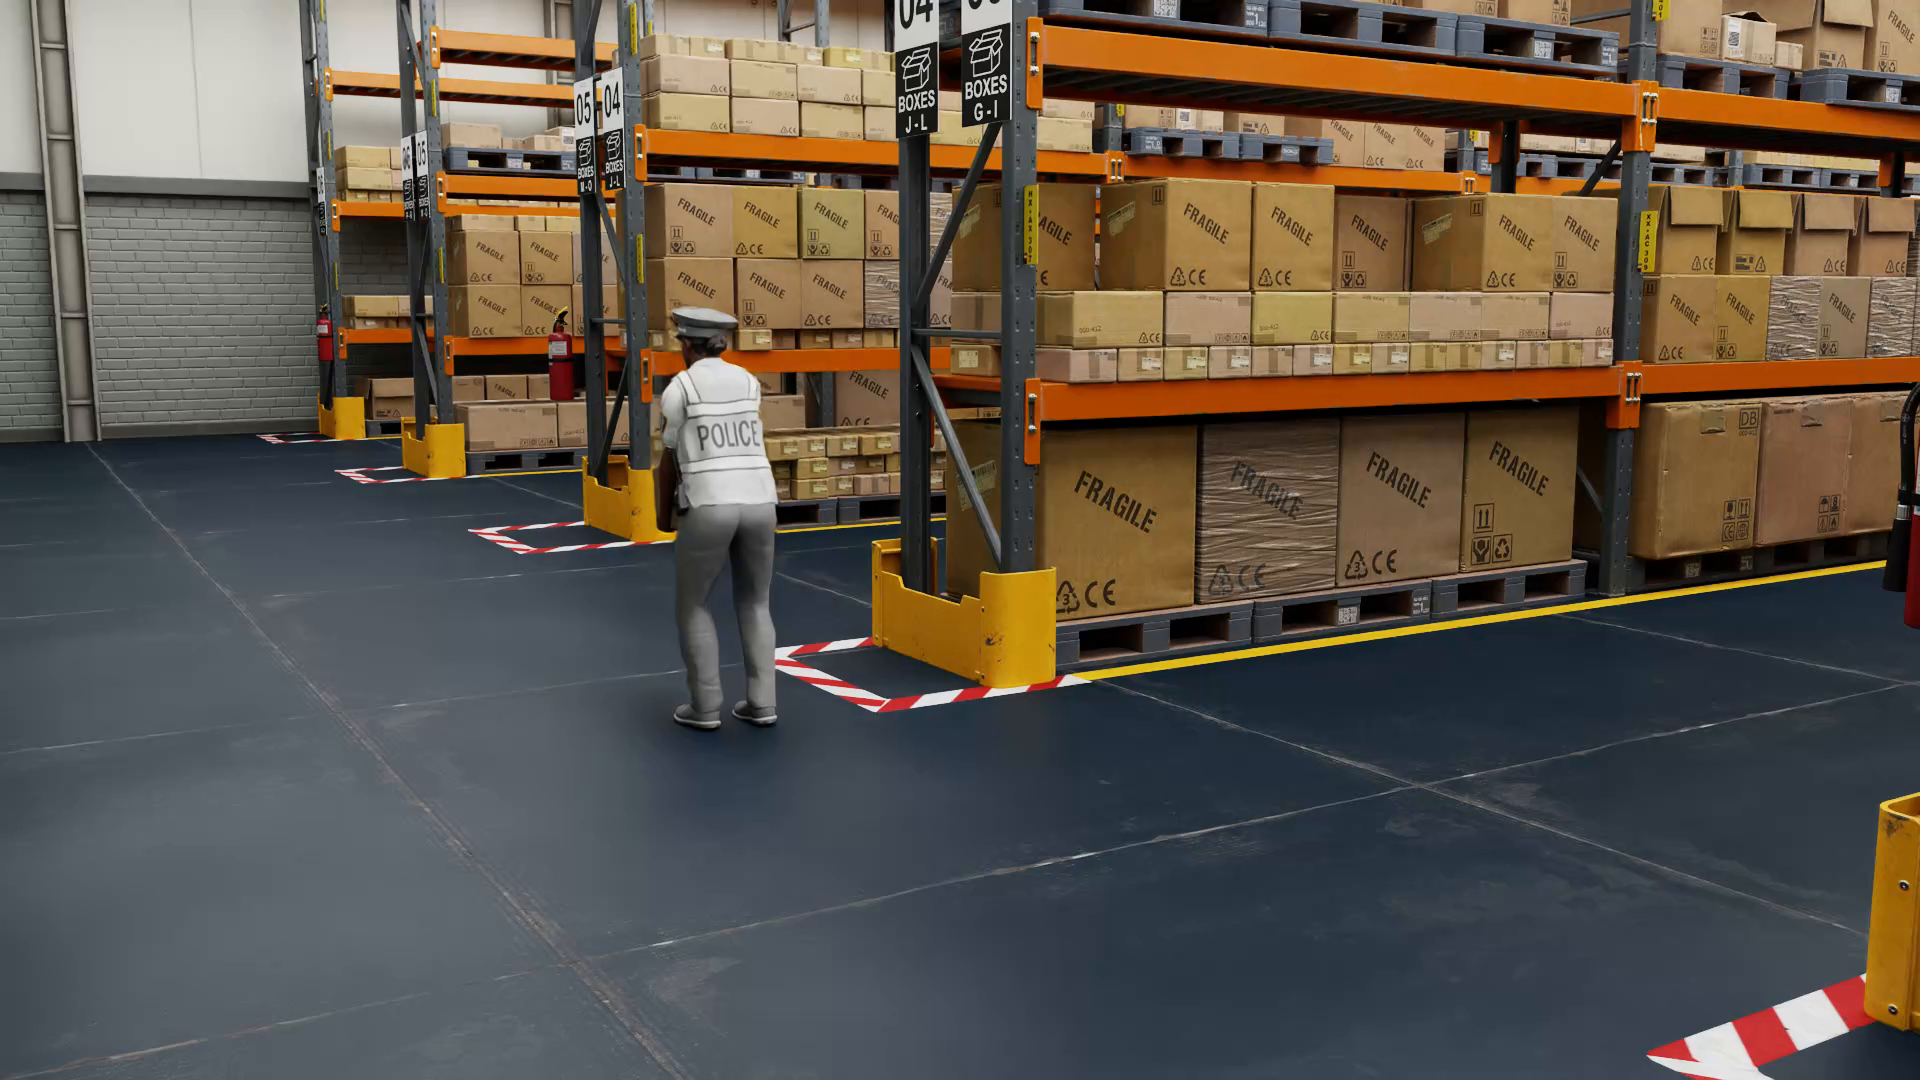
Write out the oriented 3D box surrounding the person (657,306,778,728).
[{"bbox_3d":[-0.965,-0.087,6.526,0.416,1.646,0.554,-5,10,-32],"label":"person"}]
